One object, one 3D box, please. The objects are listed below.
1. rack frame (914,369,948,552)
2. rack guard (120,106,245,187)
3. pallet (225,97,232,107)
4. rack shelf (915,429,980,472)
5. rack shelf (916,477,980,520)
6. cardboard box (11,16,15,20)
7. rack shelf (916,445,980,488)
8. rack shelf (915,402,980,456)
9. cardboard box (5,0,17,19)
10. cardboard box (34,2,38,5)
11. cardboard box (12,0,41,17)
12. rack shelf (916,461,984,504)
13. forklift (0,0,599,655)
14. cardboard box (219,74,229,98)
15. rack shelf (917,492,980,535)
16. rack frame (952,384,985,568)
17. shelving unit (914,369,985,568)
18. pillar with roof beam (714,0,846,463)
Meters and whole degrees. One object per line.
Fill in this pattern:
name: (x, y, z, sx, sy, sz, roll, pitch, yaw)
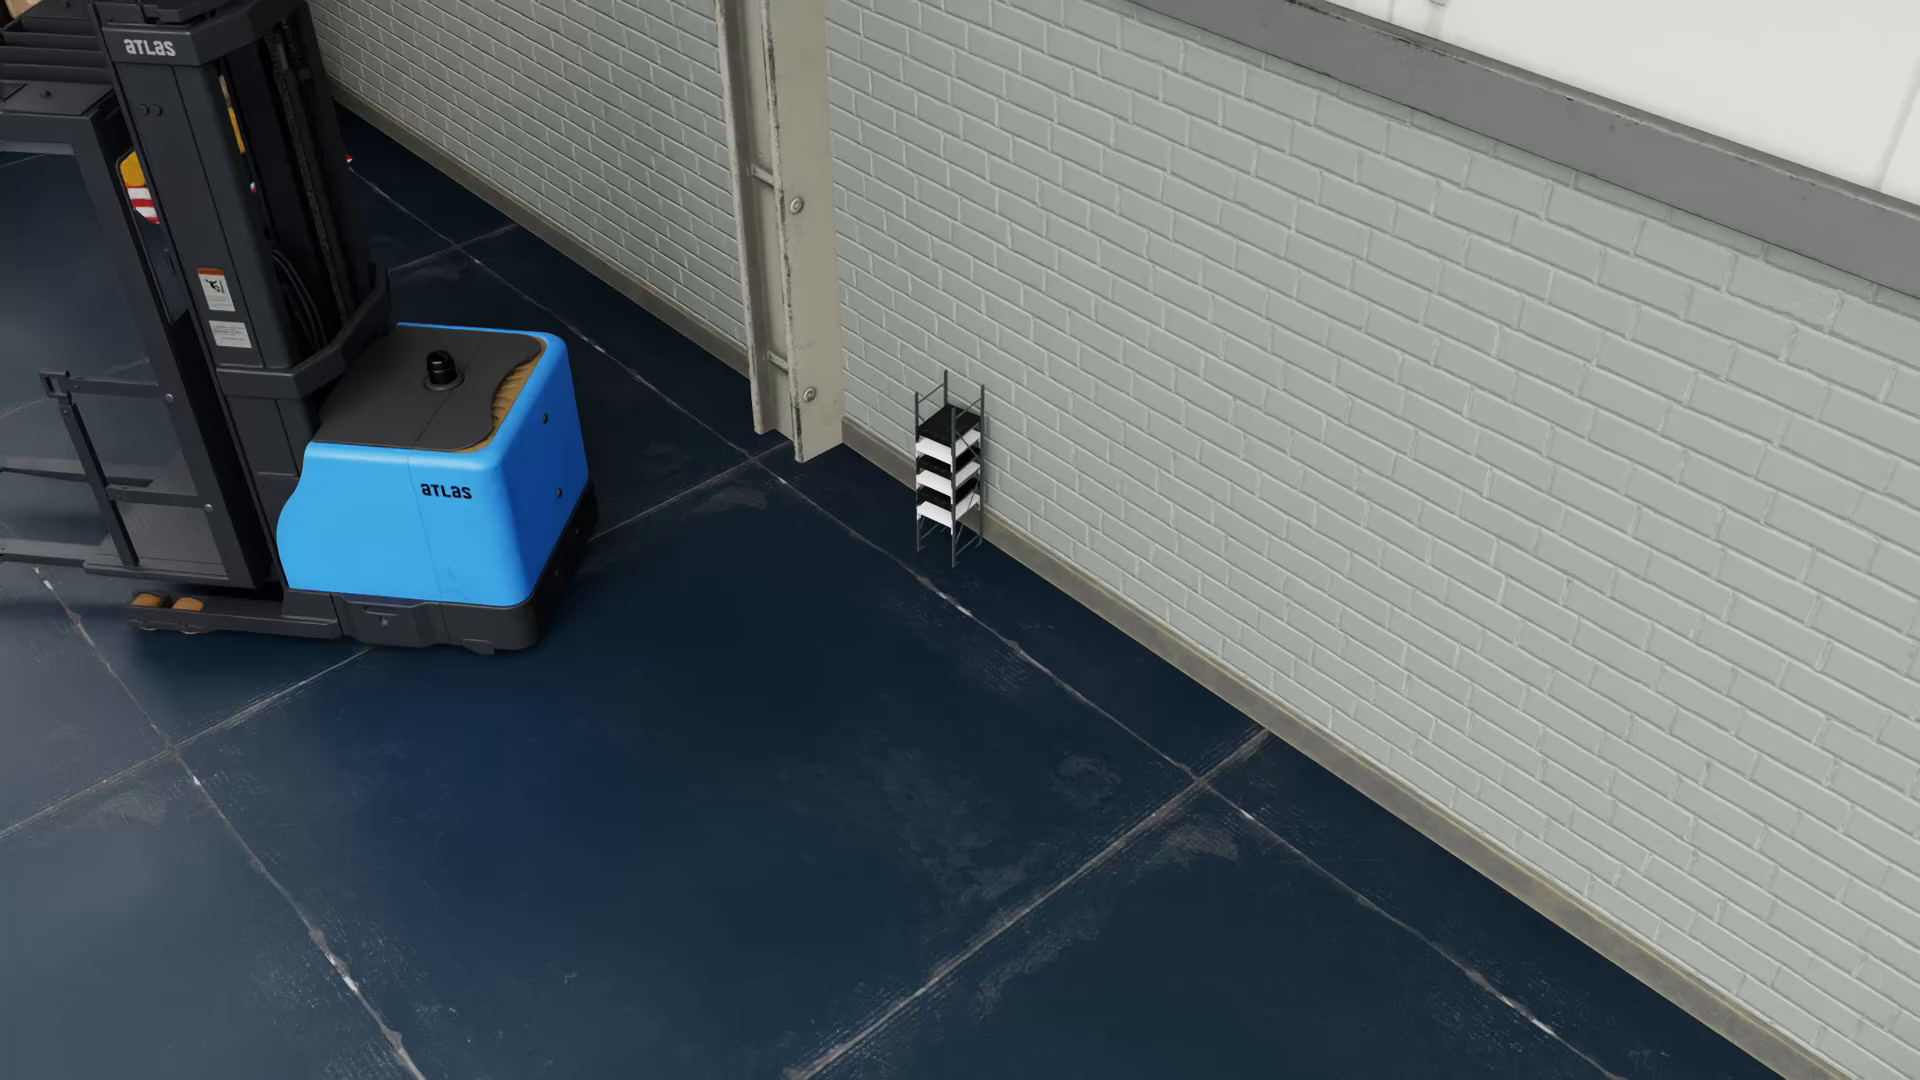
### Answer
rack frame: (-0.129, -0.355, 7.681, 0.006, 0.900, 0.240, 24, 45, 27)
rack guard: (-5.062, -2.801, 11.029, 1.175, 0.500, 0.348, -30, 48, -32)
pallet: (-5.626, -3.036, 11.549, 1.003, 0.211, 1.213, -30, 48, -32)
rack shelf: (-0.046, -0.432, 7.543, 0.200, 0.077, 0.258, 24, 45, 27)
rack shelf: (-0.046, -0.222, 7.713, 0.200, 0.077, 0.258, 24, 45, 27)
cardboard box: (-6.333, -3.632, 11.524, 0.500, 0.250, 0.500, -31, 48, -33)
rack shelf: (-0.046, -0.362, 7.600, 0.200, 0.077, 0.258, 24, 45, 27)
rack shelf: (-0.046, -0.502, 7.487, 0.200, 0.077, 0.258, 24, 45, 27)
cardboard box: (-6.318, -3.811, 11.348, 0.500, 0.250, 0.500, -29, 47, -31)
cardboard box: (-5.619, -3.348, 10.775, 0.500, 0.250, 0.500, -28, 47, -30)
cardboard box: (-5.969, -3.582, 11.064, 0.500, 0.250, 0.500, -29, 47, -31)
rack shelf: (-0.046, -0.292, 7.656, 0.200, 0.077, 0.258, 24, 45, 27)
forklift: (-3.290, -1.044, 6.917, 3.031, 2.935, 1.130, 5, 39, 6)
cardboard box: (-5.266, -3.189, 11.373, 0.500, 0.250, 0.500, -30, 48, -32)
rack shelf: (-0.046, -0.152, 7.769, 0.200, 0.077, 0.258, 24, 45, 27)
rack frame: (0.036, -0.281, 7.589, 0.006, 0.900, 0.240, 24, 45, 27)
shelving unit: (-0.046, -0.318, 7.635, 0.210, 0.900, 0.258, 24, 45, 27)
pillar with roof beam: (-3.998, -2.218, 3.542, 9.100, 9.000, 0.400, -30, 48, -32)
